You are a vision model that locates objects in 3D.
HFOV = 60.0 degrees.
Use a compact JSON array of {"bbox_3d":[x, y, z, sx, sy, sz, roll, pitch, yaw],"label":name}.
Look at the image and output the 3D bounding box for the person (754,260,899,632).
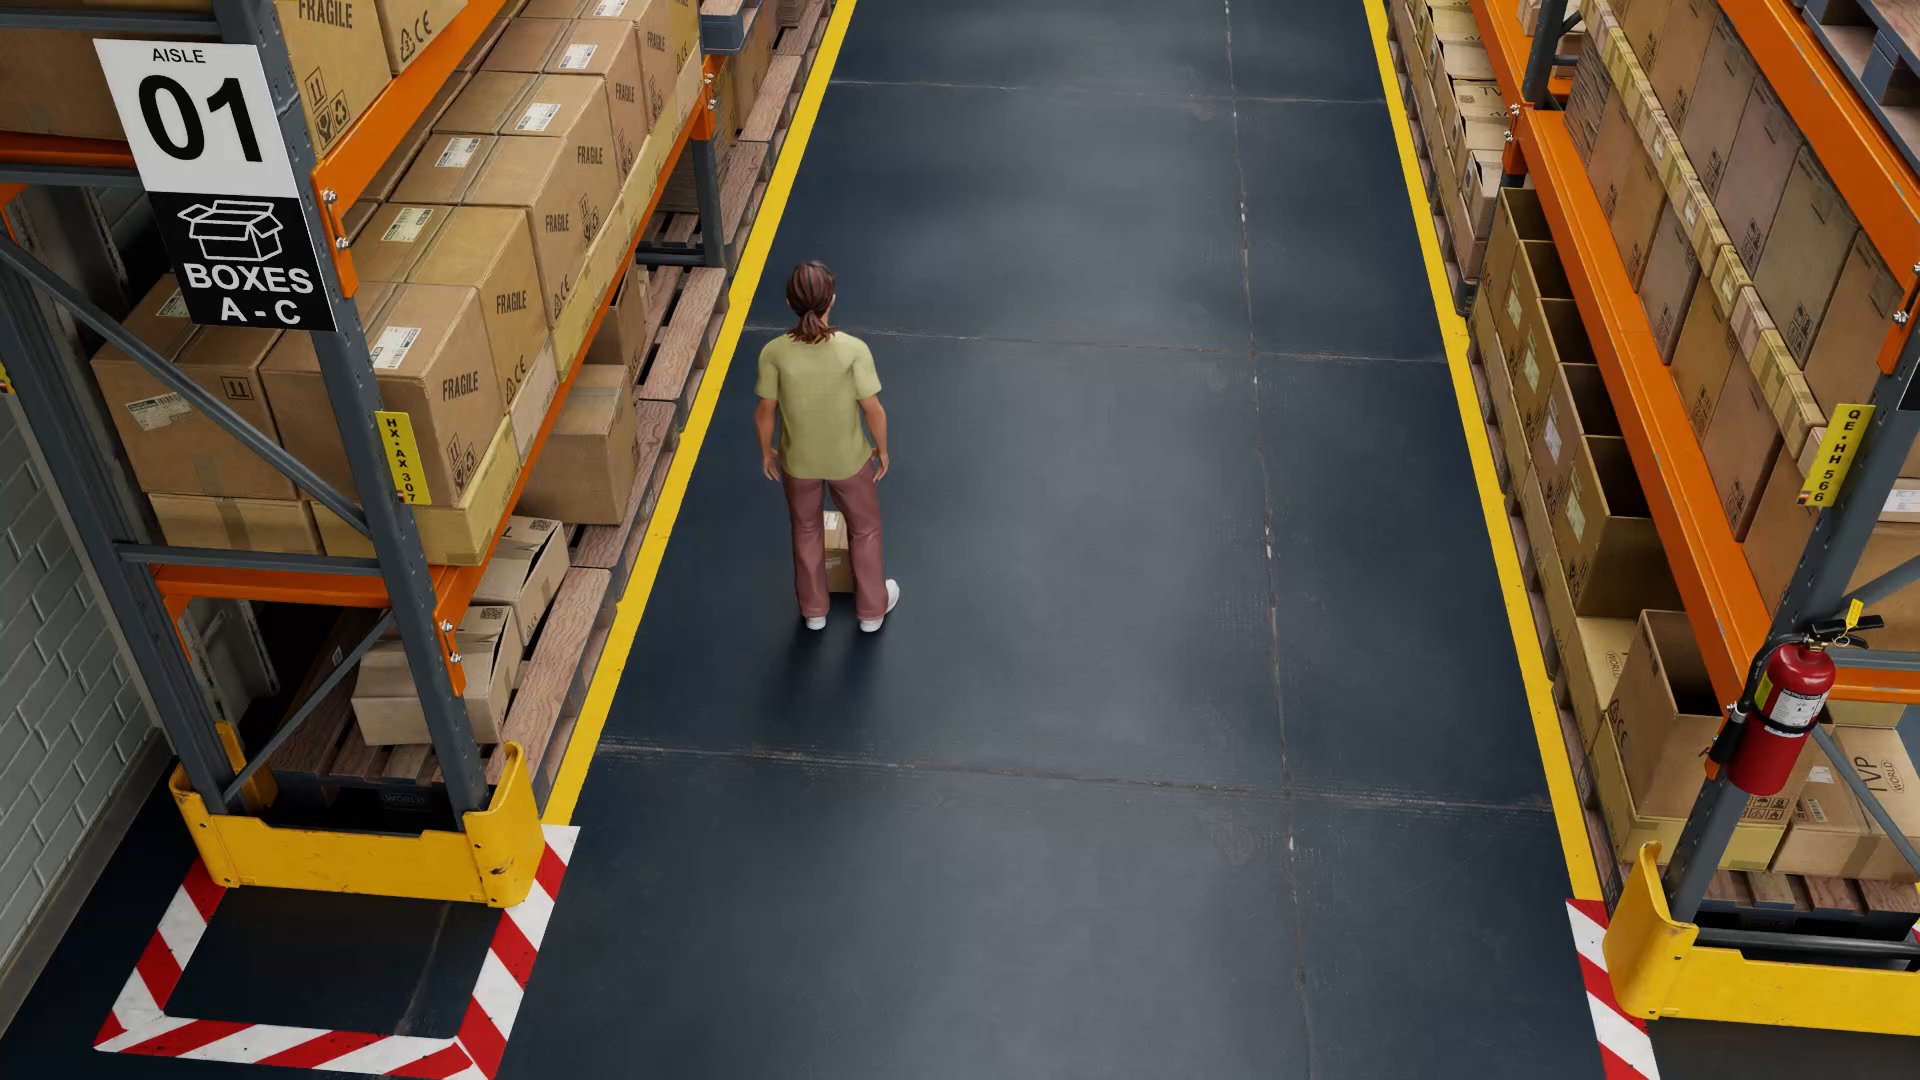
[{"bbox_3d":[-0.525,-0.332,6.551,0.520,1.671,0.366,1,40,1],"label":"person"}]
